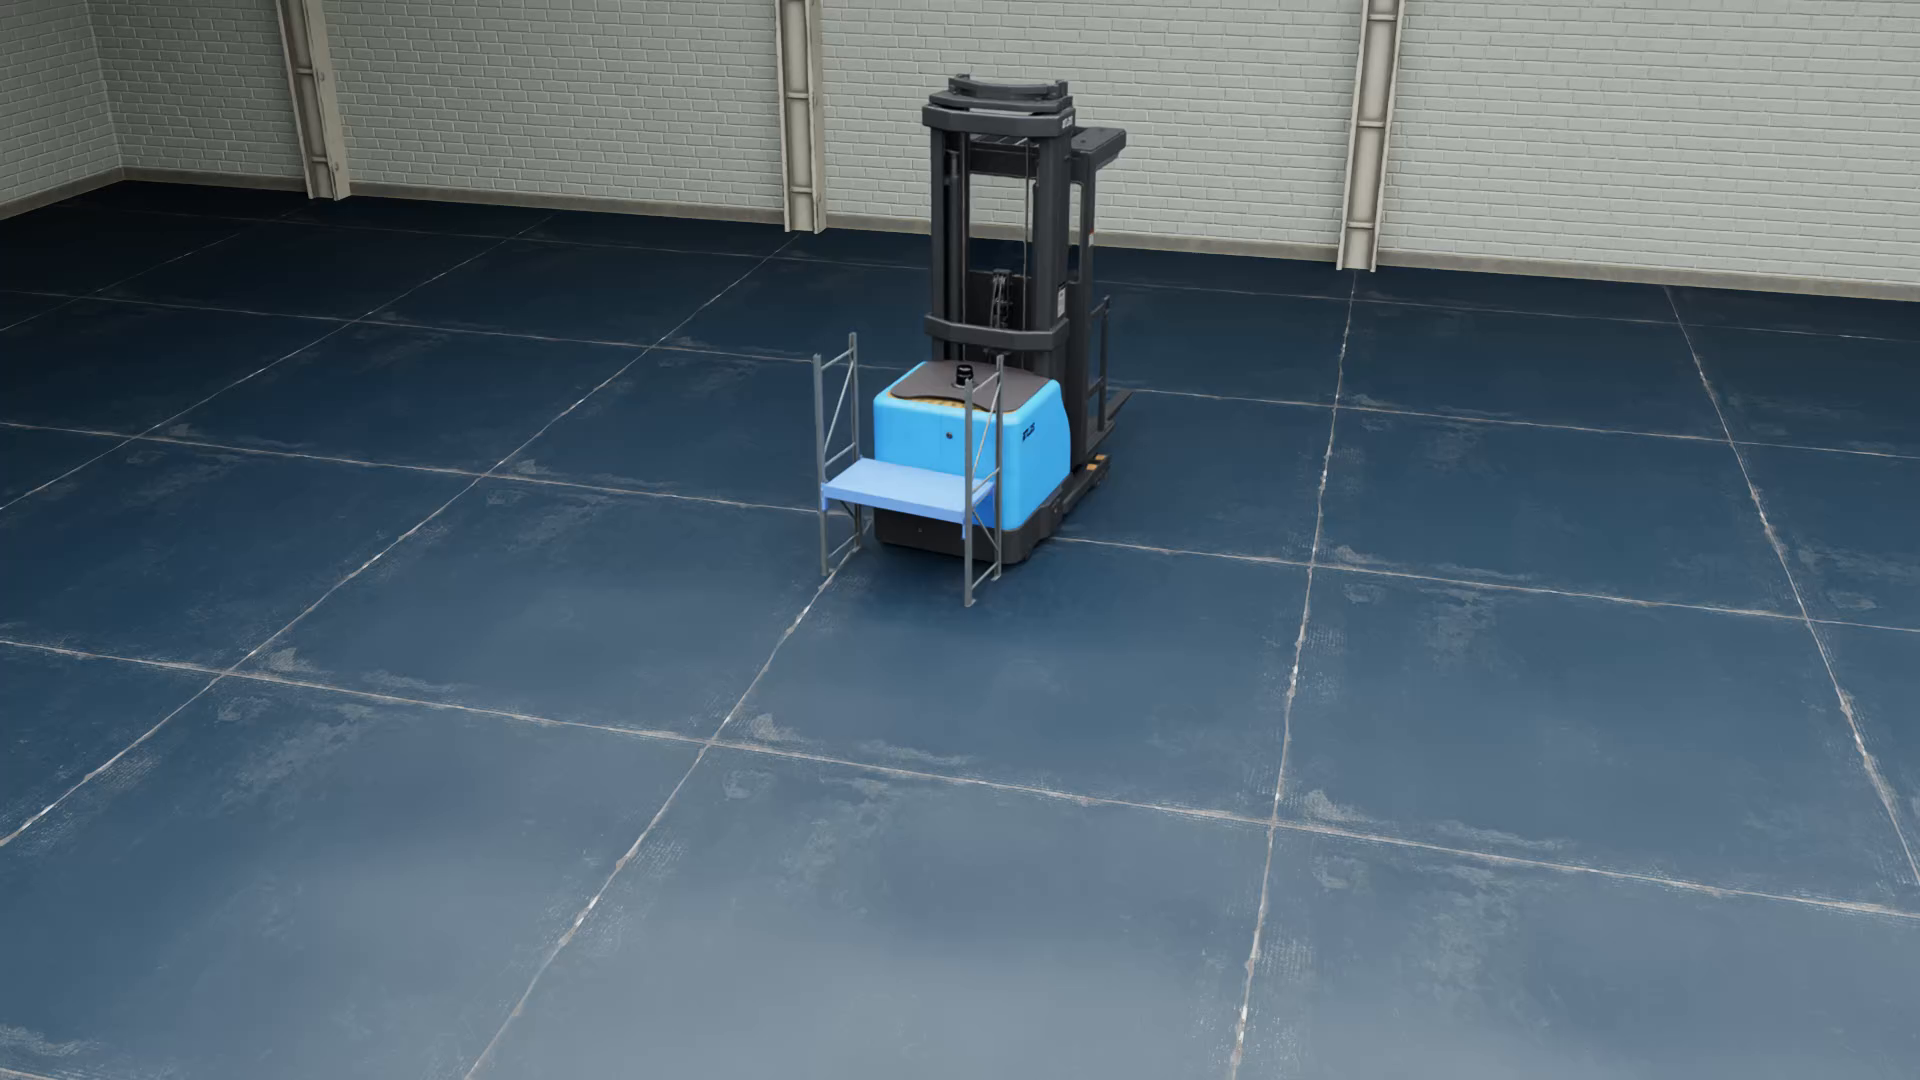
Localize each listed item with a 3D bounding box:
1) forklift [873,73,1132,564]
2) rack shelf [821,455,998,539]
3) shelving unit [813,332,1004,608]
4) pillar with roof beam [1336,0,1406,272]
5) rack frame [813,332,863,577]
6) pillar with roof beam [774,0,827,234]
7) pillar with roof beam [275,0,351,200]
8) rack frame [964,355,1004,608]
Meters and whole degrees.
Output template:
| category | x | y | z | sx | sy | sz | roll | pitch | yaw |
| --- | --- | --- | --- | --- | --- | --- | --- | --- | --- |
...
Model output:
| category | x | y | z | sx | sy | sz | roll | pitch | yaw |
| --- | --- | --- | --- | --- | --- | --- | --- | --- | --- |
| forklift | 0.467 | -1.774 | 11.566 | 1.130 | 2.935 | 3.031 | 10 | 27 | 21 |
| rack shelf | -0.313 | -0.282 | 10.516 | 1.000 | 0.185 | 0.538 | 11 | 28 | 22 |
| shelving unit | -0.313 | -0.444 | 10.439 | 1.048 | 1.500 | 0.538 | 11 | 28 | 22 |
| pillar with roof beam | 3.022 | -5.095 | 11.483 | 0.400 | 9.000 | 9.100 | 6 | 26 | 13 |
| rack frame | -0.774 | -0.537 | 10.633 | 0.032 | 1.500 | 0.500 | 11 | 28 | 22 |
| pillar with roof beam | -2.788 | -5.737 | 12.832 | 0.400 | 9.000 | 9.100 | 6 | 26 | 13 |
| pillar with roof beam | -8.599 | -6.379 | 14.181 | 0.400 | 9.000 | 9.100 | 6 | 26 | 13 |
| rack frame | 0.147 | -0.352 | 10.245 | 0.032 | 1.500 | 0.500 | 11 | 28 | 22 |
